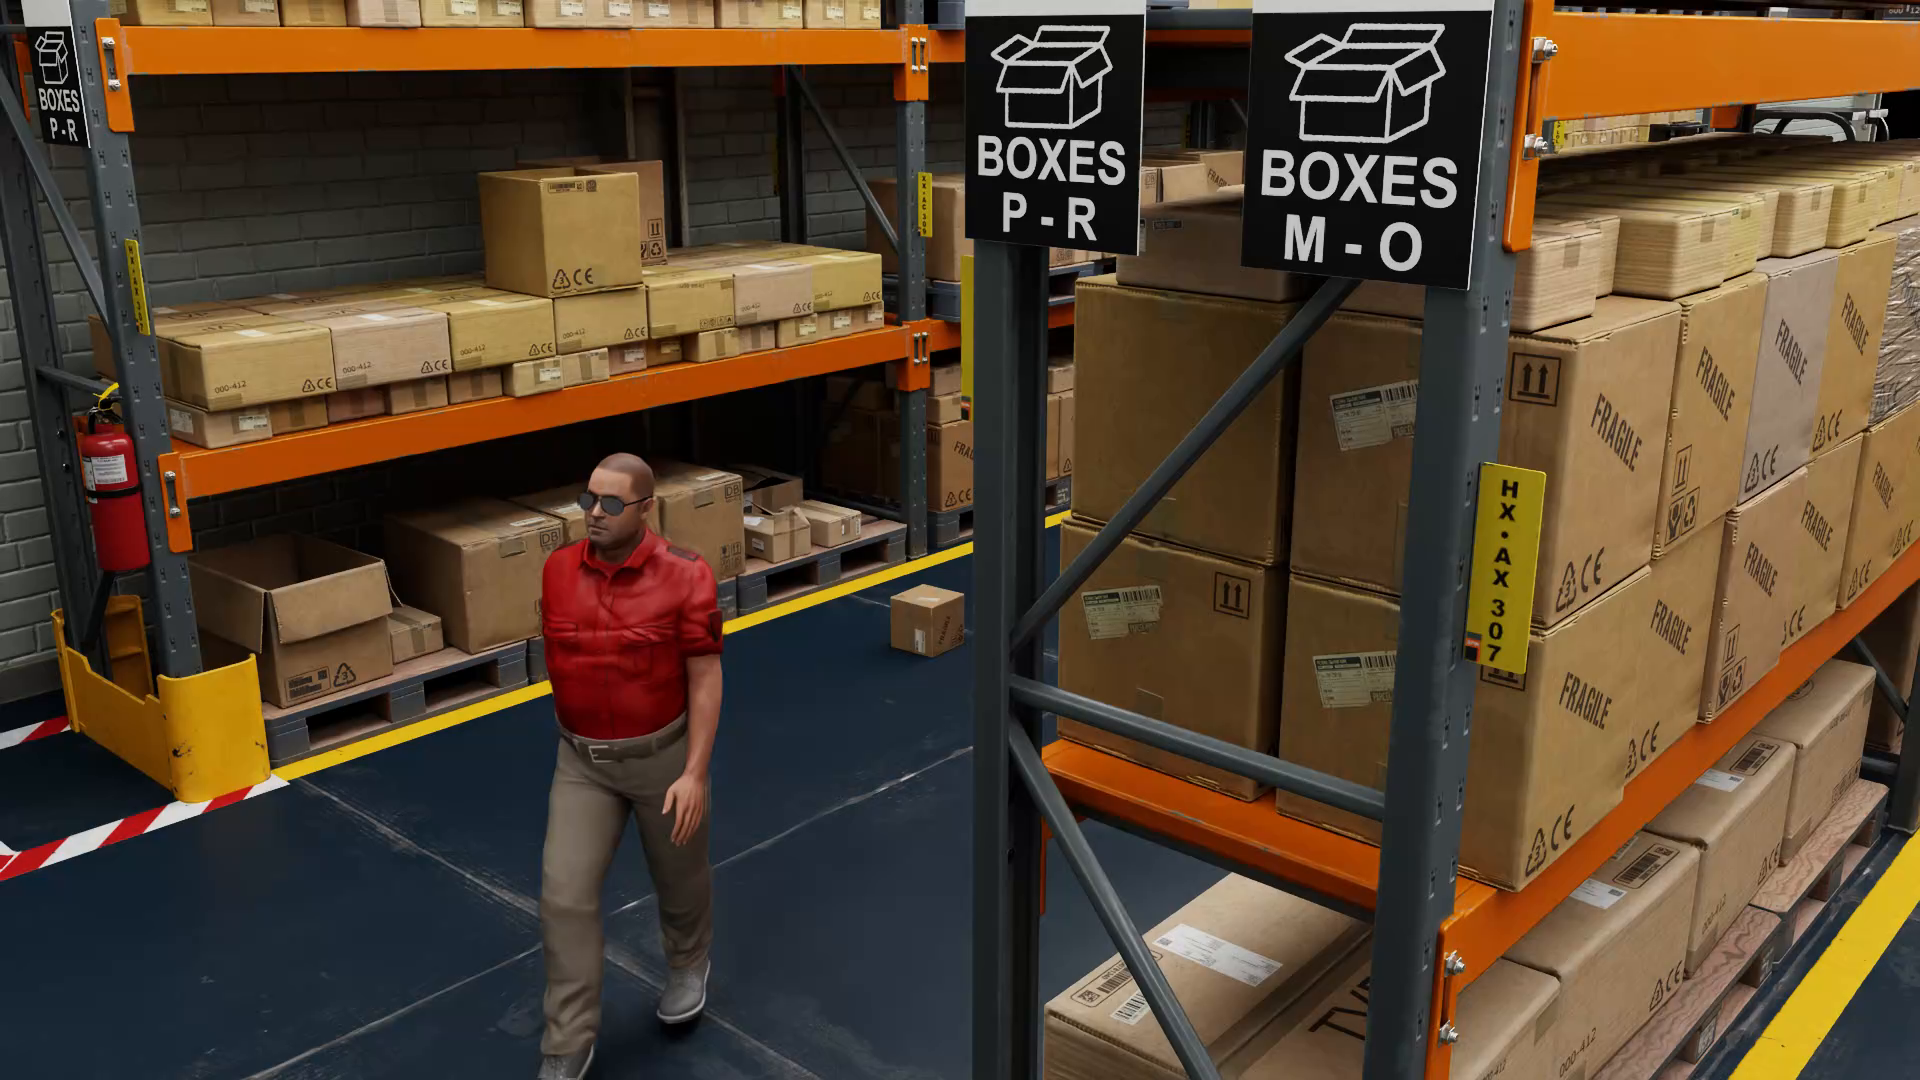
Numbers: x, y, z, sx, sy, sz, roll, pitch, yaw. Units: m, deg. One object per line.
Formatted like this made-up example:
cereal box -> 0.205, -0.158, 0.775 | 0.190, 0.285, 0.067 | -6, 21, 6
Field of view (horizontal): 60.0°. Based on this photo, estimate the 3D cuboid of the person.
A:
person -> -0.900, 0.653, 4.482 | 0.543, 1.770, 0.799 | 2, 17, 8
